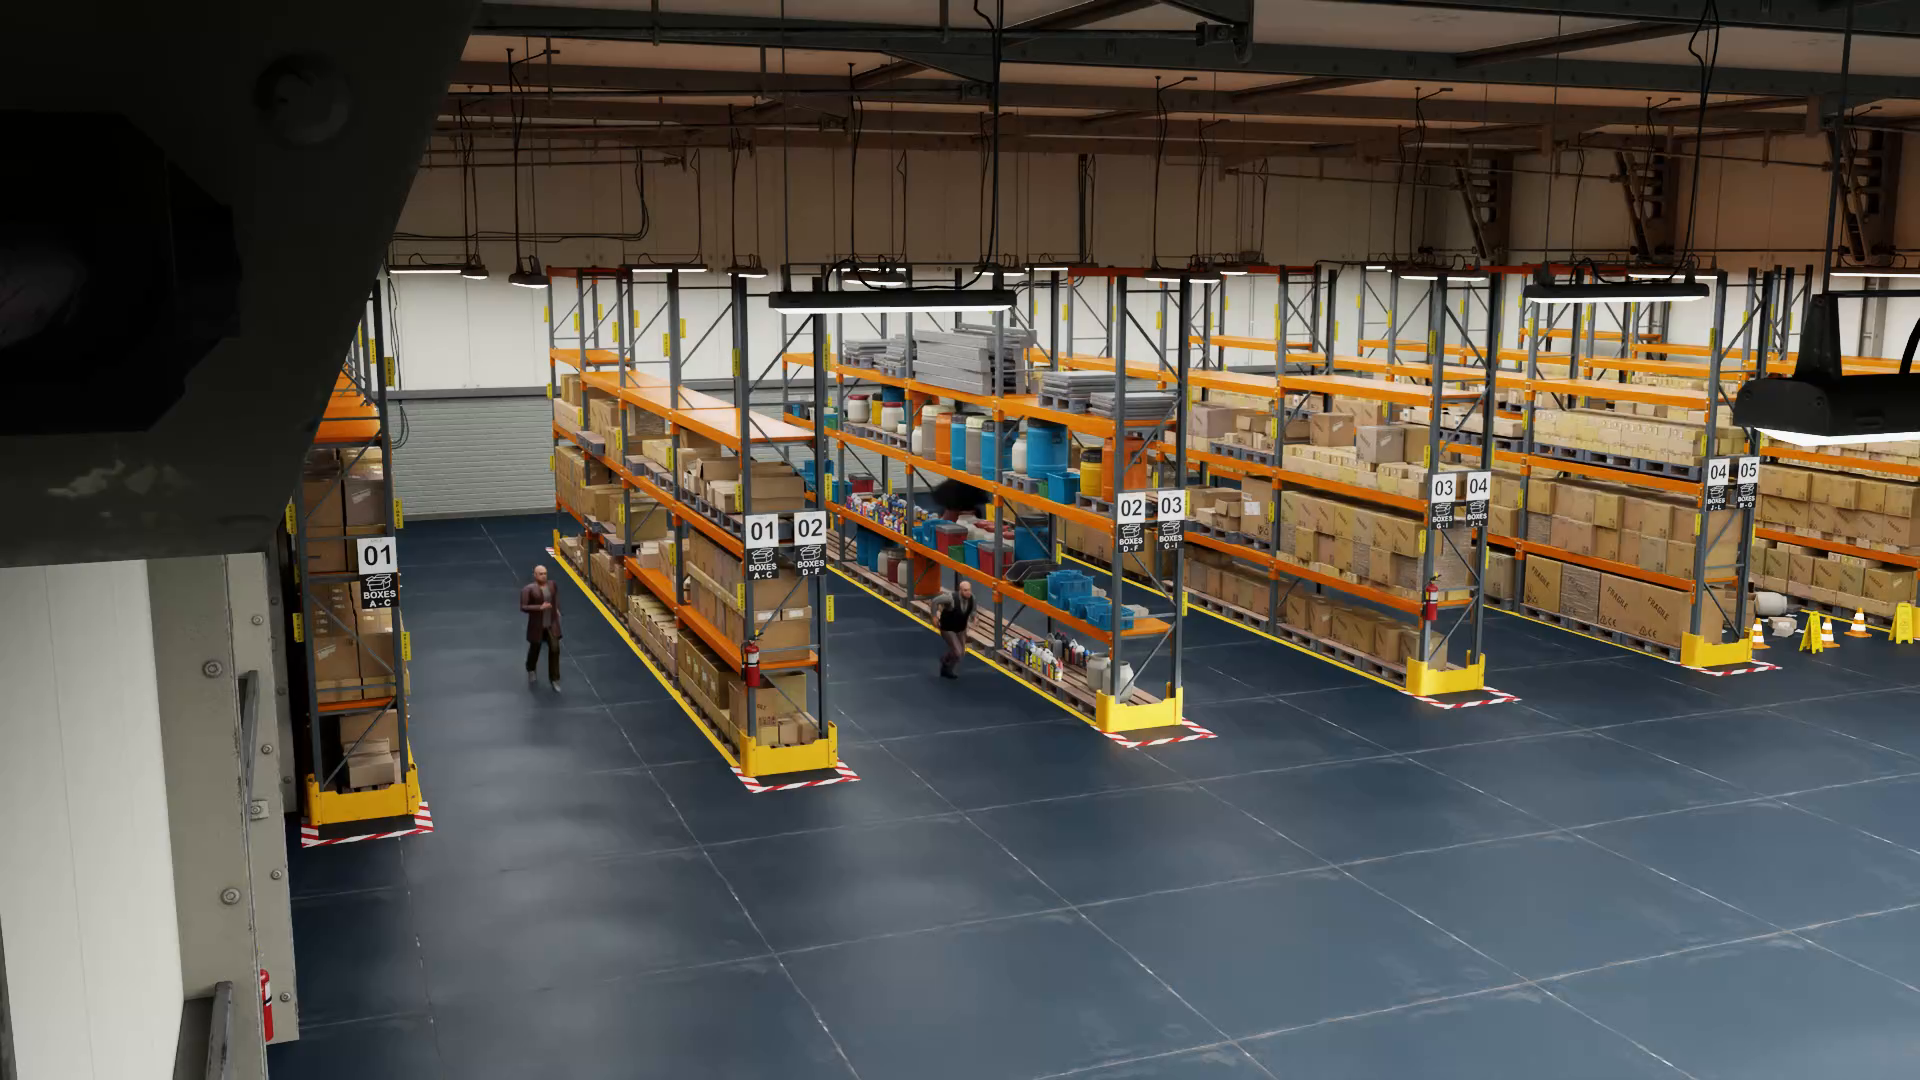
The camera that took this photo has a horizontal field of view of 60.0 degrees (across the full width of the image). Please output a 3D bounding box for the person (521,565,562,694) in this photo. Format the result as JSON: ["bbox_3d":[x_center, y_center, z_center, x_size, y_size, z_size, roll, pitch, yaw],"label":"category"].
[{"bbox_3d":[-6.093,1.258,24.194,0.680,1.822,0.977,-7,12,-34],"label":"person"}]

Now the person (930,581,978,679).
[{"bbox_3d":[-0.079,1.334,24.298,0.684,1.558,0.859,-6,12,-32],"label":"person"}]

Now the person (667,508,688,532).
[{"bbox_3d":[-5.856,-0.496,34.792,0.631,1.659,0.789,-6,11,-30],"label":"person"}]
